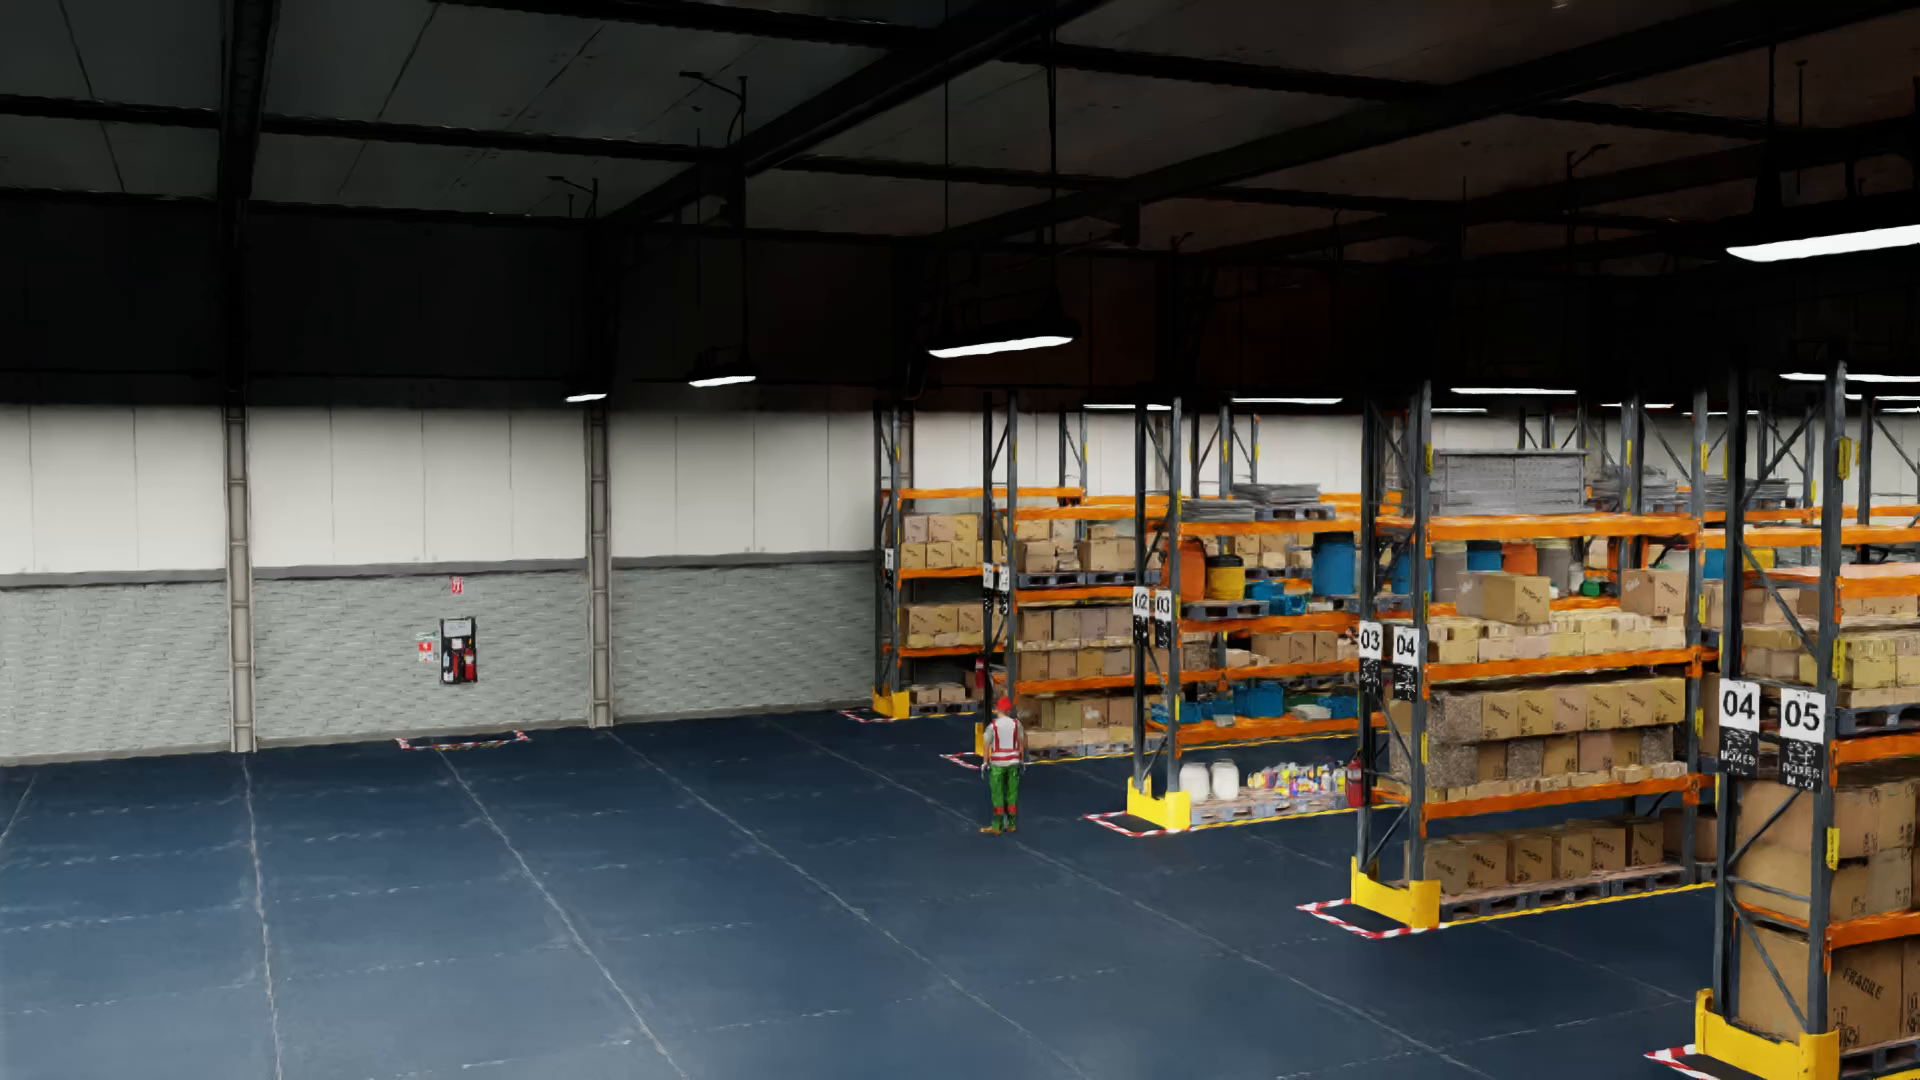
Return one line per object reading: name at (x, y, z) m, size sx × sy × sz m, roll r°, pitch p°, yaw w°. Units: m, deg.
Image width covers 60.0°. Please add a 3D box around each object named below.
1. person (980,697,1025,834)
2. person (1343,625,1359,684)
person at (0.557, 2.974, 22.066) m, size 0.653 × 1.789 × 0.397 m, roll -1°, pitch 4°, yaw -20°
person at (7.744, 2.470, 32.530) m, size 0.507 × 1.619 × 0.580 m, roll -2°, pitch 4°, yaw -26°
